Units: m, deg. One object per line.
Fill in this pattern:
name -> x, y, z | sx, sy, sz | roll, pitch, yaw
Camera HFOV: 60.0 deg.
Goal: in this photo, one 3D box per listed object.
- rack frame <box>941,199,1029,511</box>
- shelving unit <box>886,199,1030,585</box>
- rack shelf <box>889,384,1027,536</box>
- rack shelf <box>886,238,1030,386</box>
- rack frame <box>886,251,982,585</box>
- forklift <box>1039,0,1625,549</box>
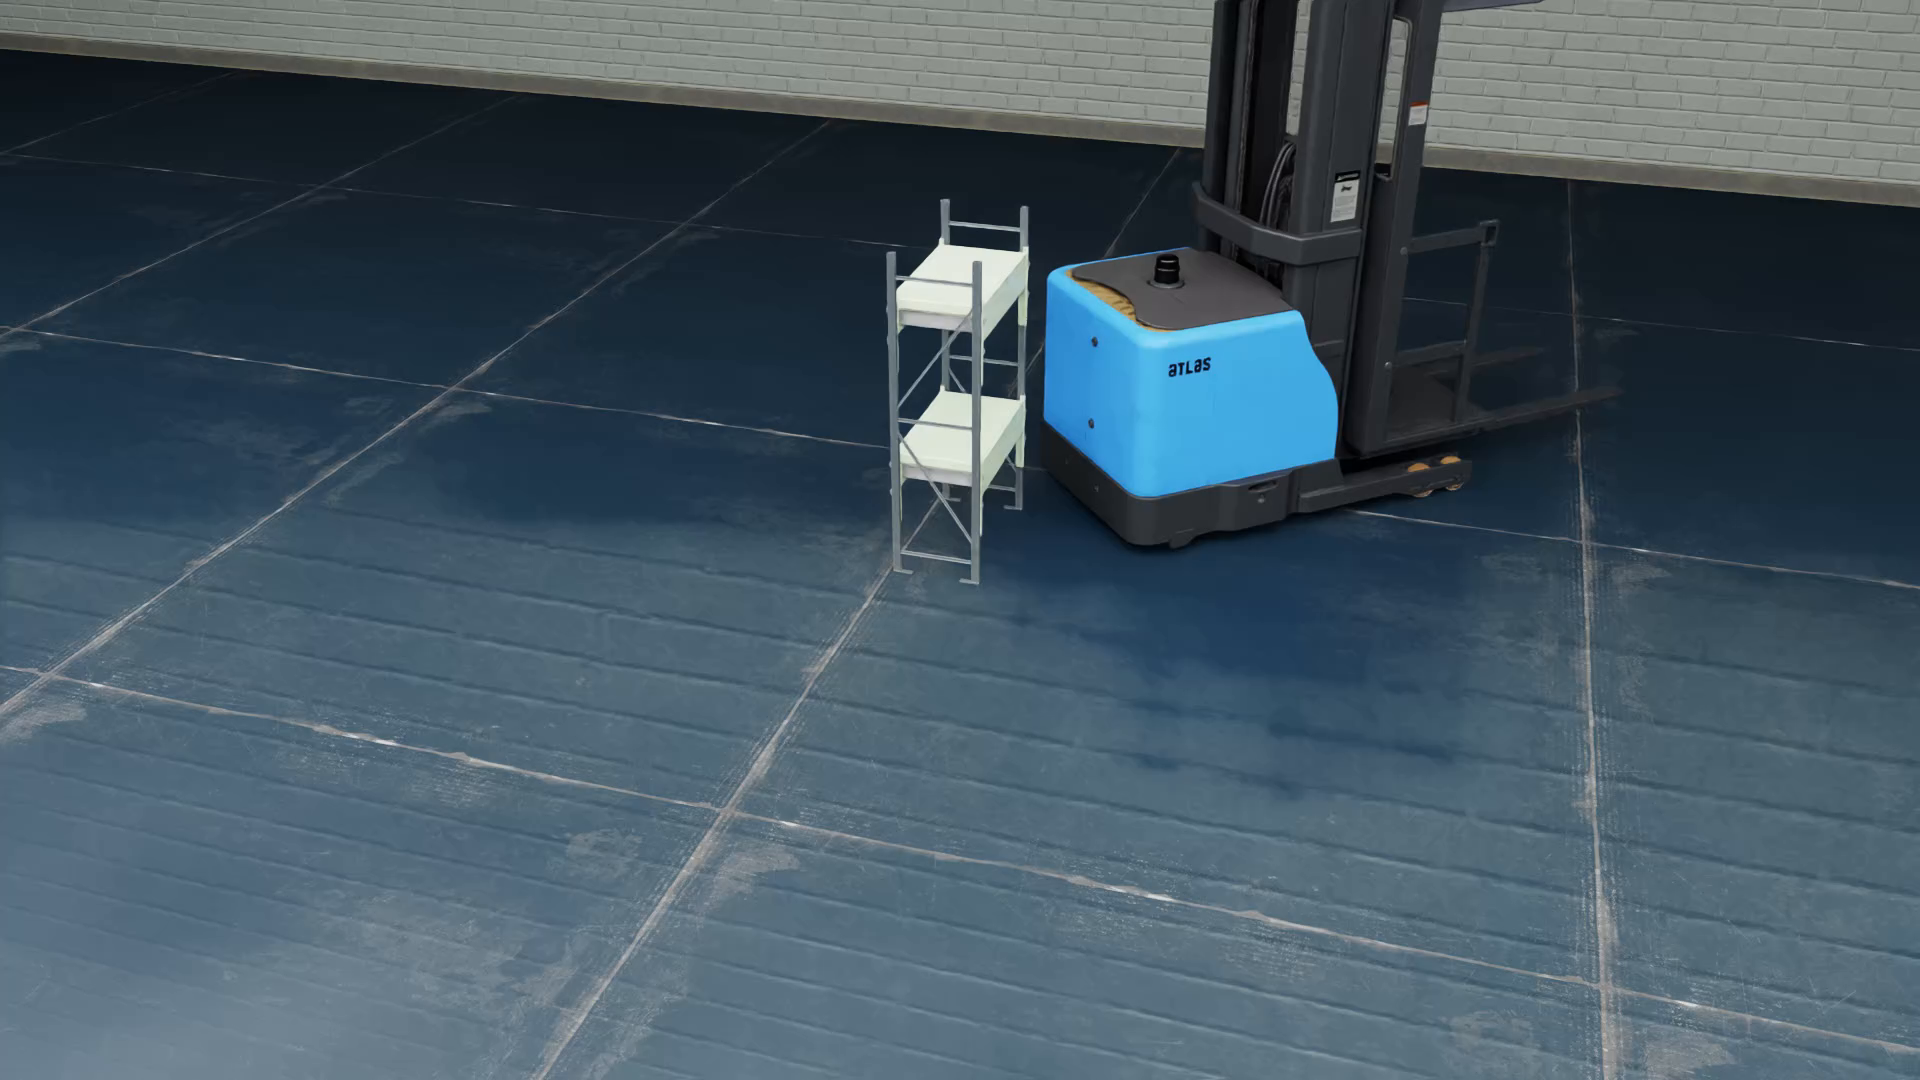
rack frame -> 0.109, -0.829, 7.697 | 0.400, 1.500, 0.023 | 8, 30, 15
shelving unit -> 0.002, -0.659, 7.391 | 0.431, 1.500, 0.755 | 8, 30, 15
rack shelf -> 0.002, -0.374, 7.549 | 0.431, 0.370, 0.720 | 8, 30, 15
rack shelf -> 0.002, -1.000, 7.201 | 0.431, 0.370, 0.720 | 8, 30, 15
rack frame -> -0.105, -0.488, 7.085 | 0.400, 1.500, 0.023 | 8, 30, 15
forklift -> 1.959, -1.709, 7.806 | 3.031, 2.935, 1.130 | -12, 31, -21
